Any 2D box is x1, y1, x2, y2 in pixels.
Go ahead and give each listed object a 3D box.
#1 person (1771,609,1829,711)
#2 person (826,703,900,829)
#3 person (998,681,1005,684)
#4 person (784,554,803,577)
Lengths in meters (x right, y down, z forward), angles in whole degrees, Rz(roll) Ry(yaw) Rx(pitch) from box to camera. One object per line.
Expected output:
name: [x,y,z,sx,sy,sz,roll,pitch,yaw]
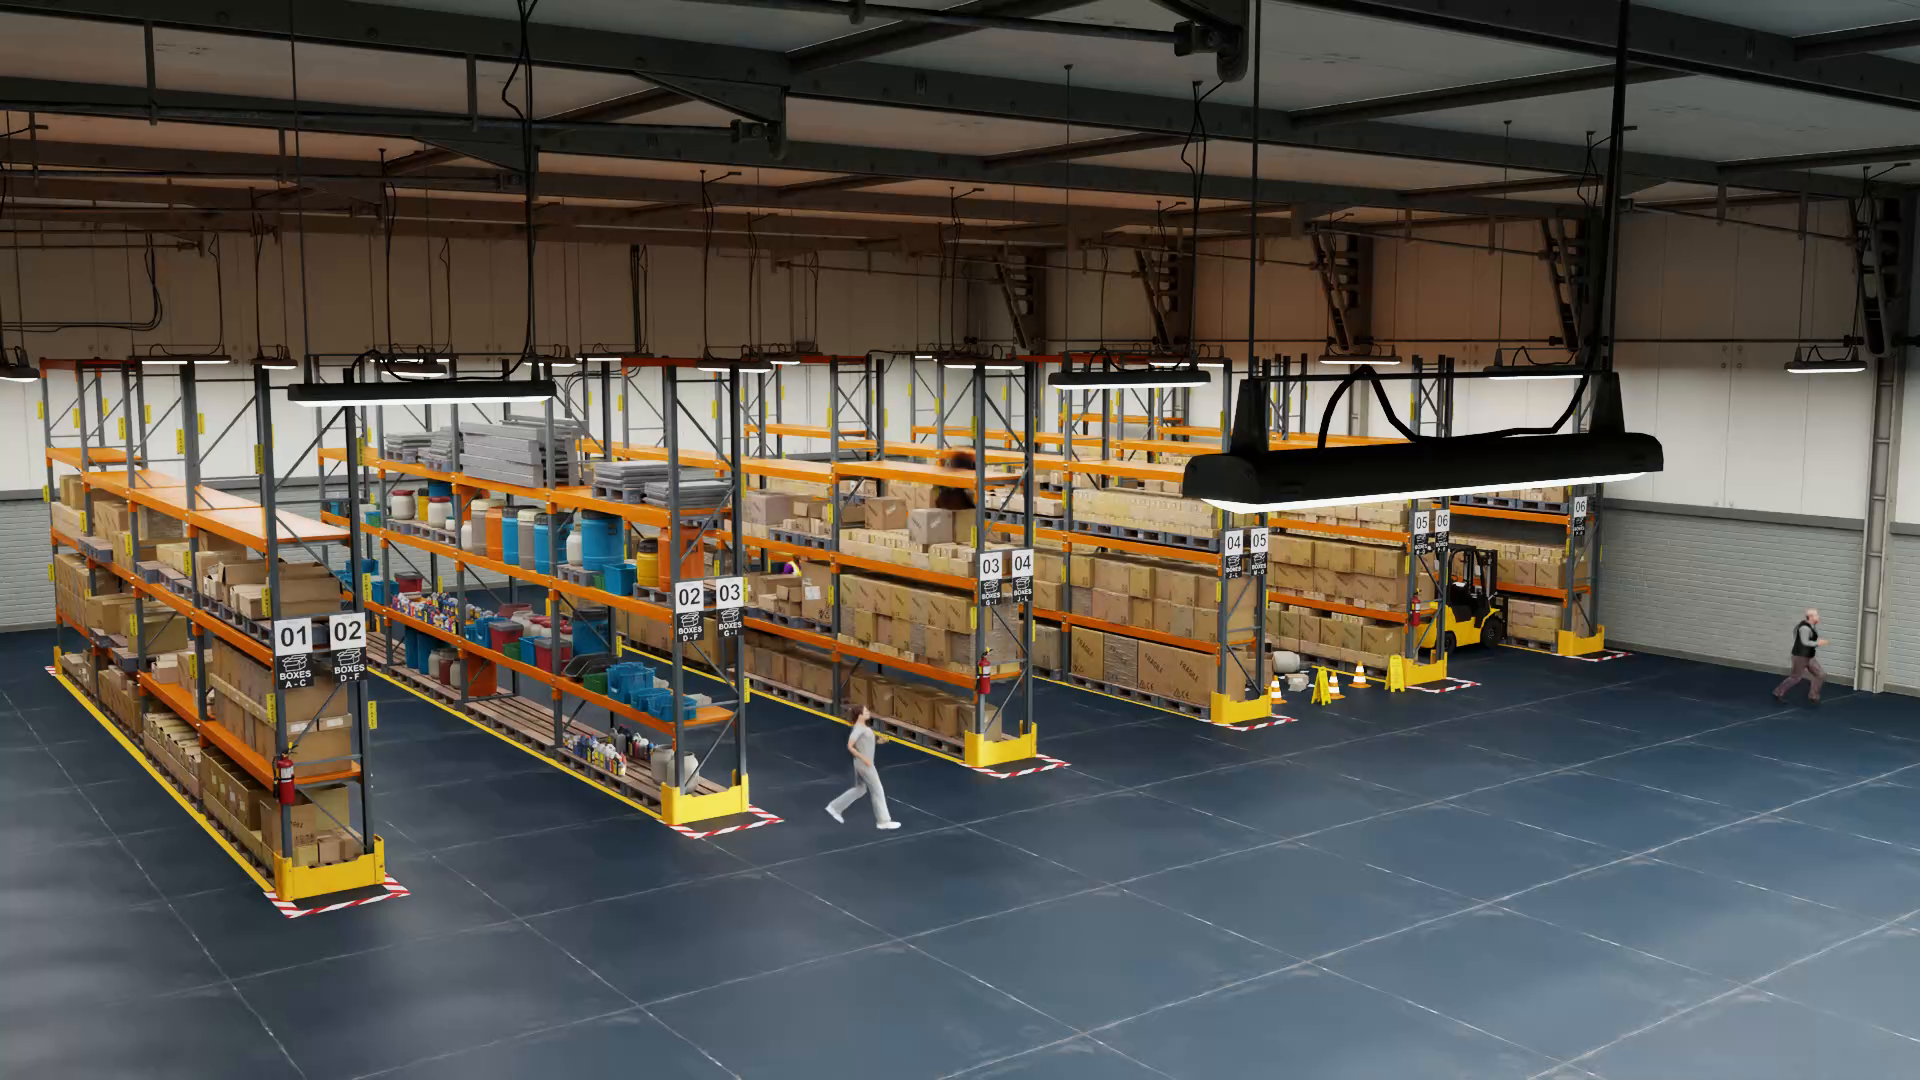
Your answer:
person: [14.496,2.053,28.662,0.855,1.765,0.678,5,9,37]
person: [-1.246,2.897,21.285,0.958,1.623,0.571,-1,7,-7]
person: [0.575,1.848,30.871,0.546,1.589,0.813,-6,9,-39]
person: [-3.571,1.093,36.325,0.720,1.834,0.787,-5,9,-37]
